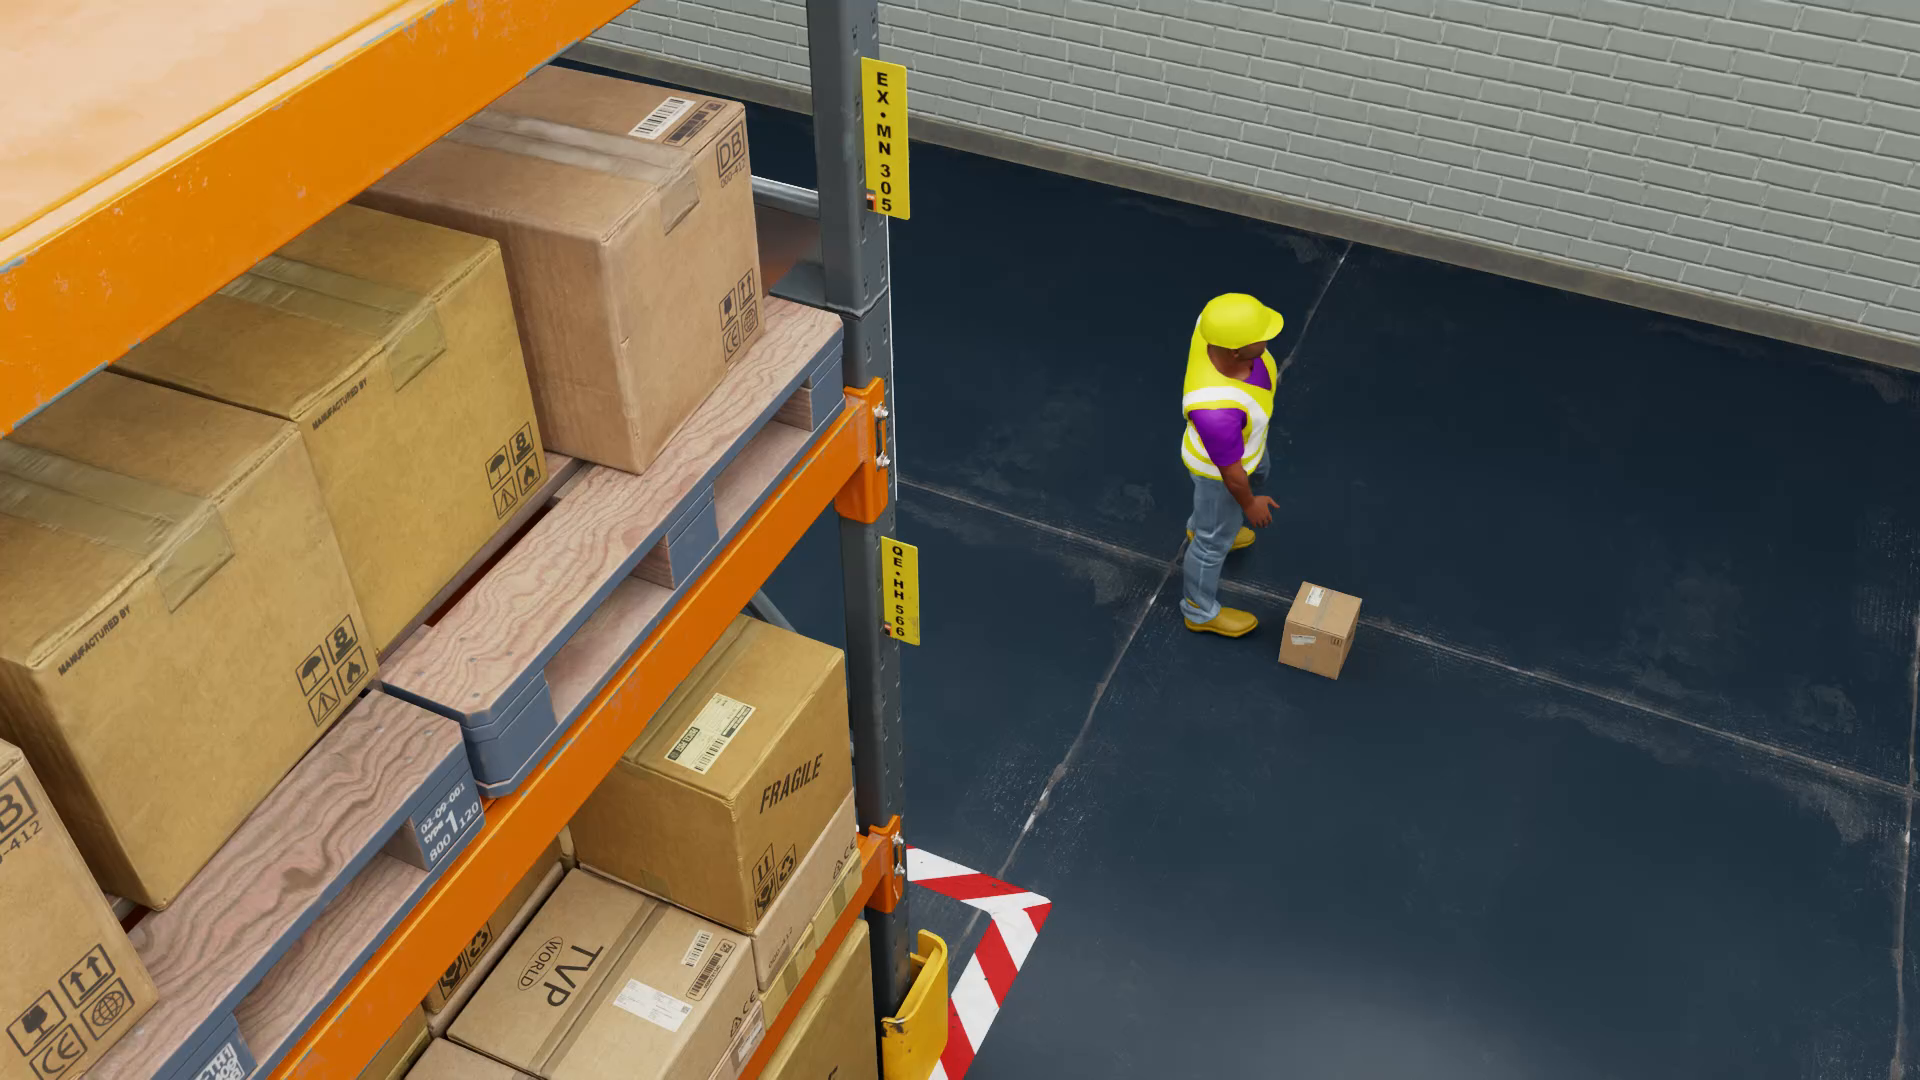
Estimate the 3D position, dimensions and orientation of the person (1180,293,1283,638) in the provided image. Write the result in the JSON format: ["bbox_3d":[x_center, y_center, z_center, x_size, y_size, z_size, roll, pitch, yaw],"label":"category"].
[{"bbox_3d":[1.090,-0.353,6.531,0.433,1.761,0.858,14,44,15],"label":"person"}]
